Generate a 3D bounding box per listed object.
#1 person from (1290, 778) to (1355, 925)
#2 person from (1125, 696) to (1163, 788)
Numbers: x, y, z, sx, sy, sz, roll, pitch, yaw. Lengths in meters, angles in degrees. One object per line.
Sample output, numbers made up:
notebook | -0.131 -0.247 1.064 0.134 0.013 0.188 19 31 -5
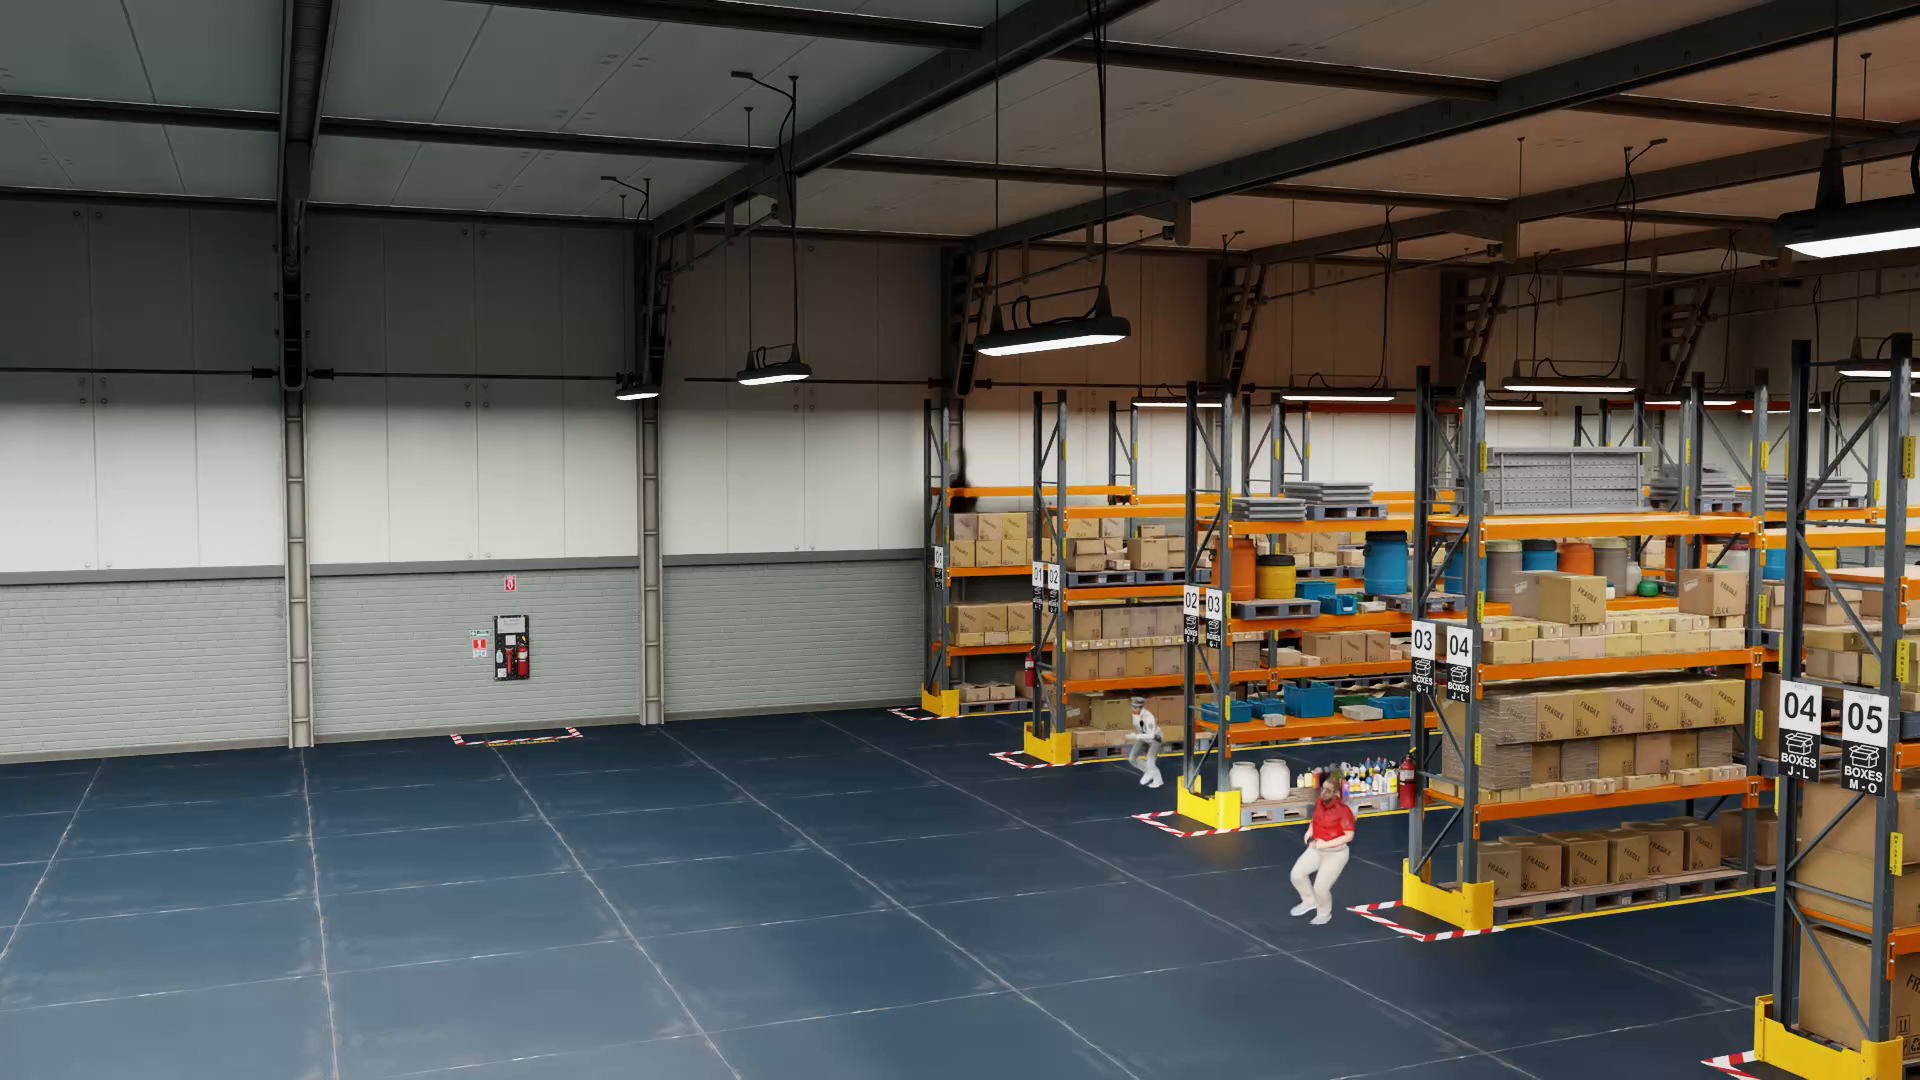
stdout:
person | 3.822 3.335 17.677 0.663 1.659 0.863 -3 4 -39
person | 2.748 2.991 24.546 0.925 1.431 0.572 -3 4 -41
